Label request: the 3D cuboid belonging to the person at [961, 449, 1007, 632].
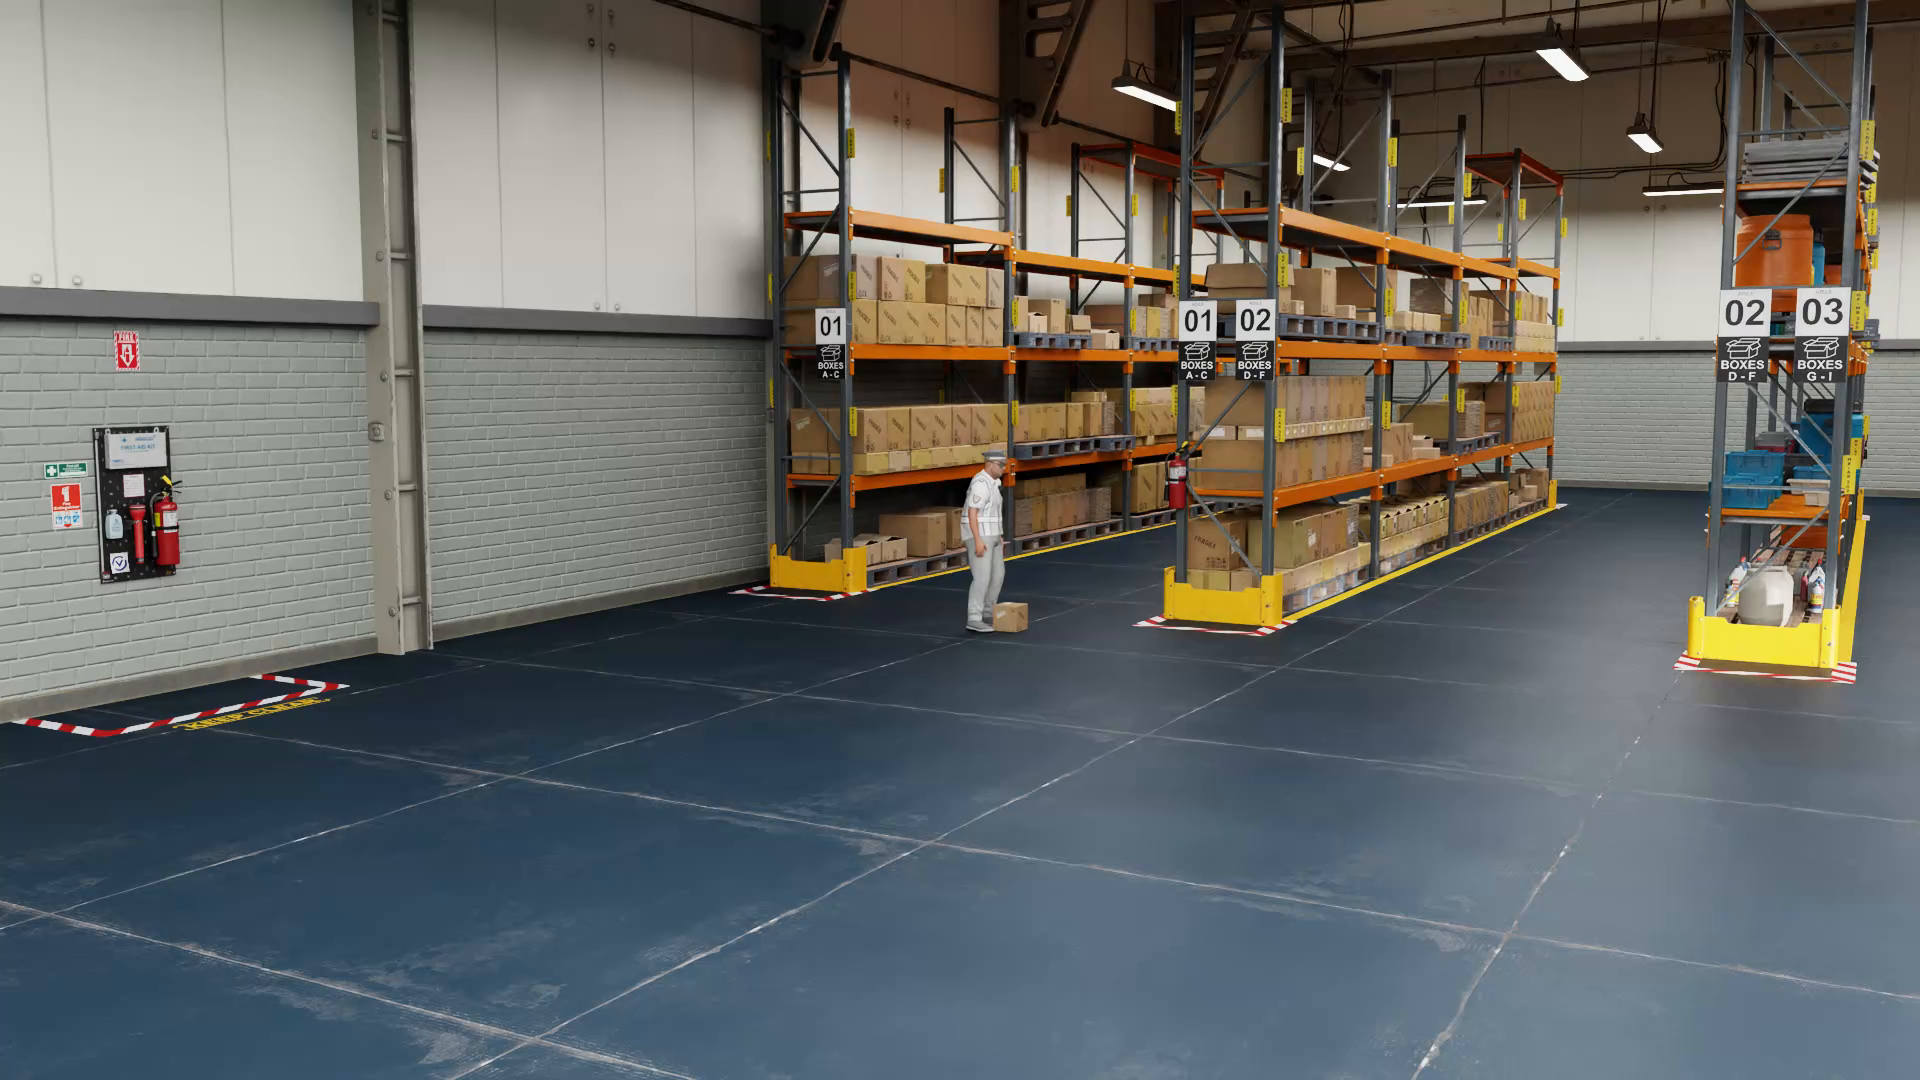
[{"bbox_3d":[0.245,-0.010,16.197,0.437,1.747,0.604,3,6,25],"label":"person"}]
